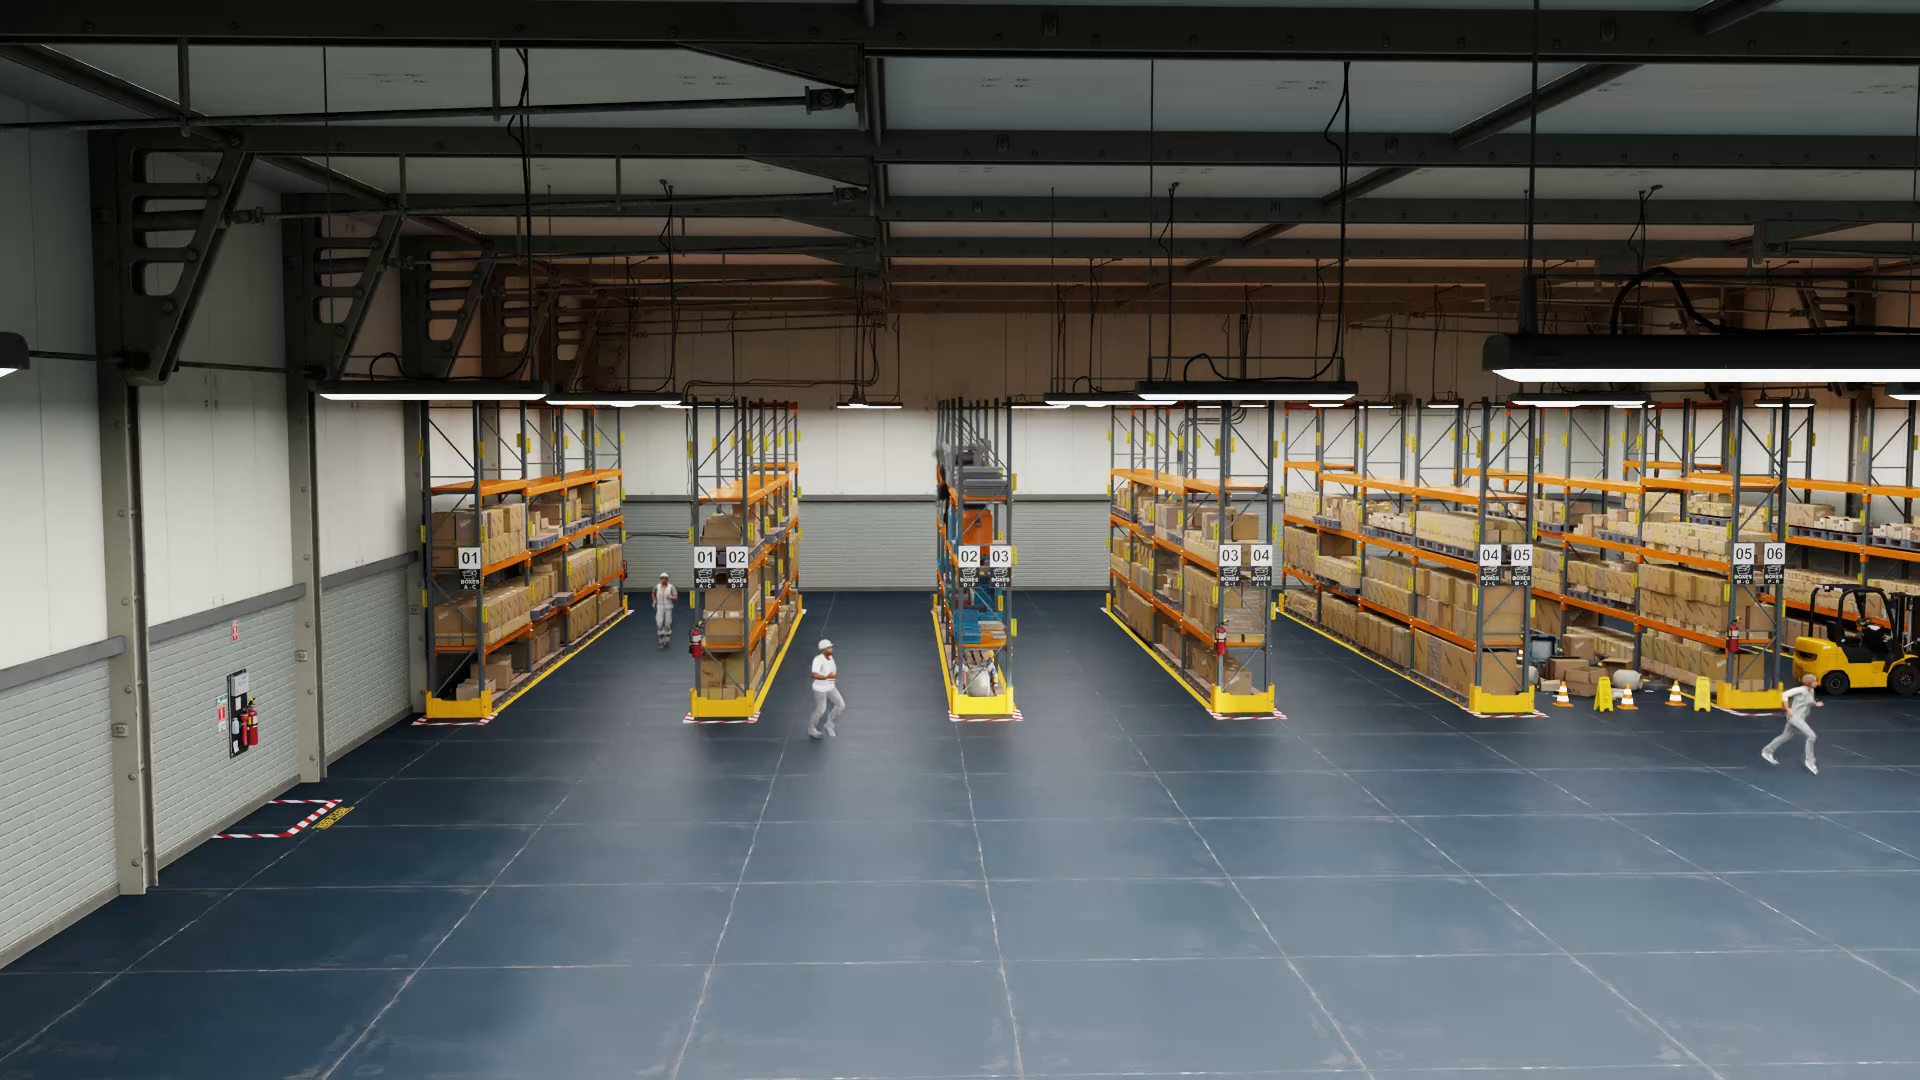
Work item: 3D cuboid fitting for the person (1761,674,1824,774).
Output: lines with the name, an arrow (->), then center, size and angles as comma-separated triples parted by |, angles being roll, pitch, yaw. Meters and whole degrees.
person -> 13.275, 2.896, 26.520 | 0.886, 1.596, 0.536 | 3, 6, 38

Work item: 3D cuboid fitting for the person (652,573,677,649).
person -> -7.164, 1.718, 40.300 | 0.631, 1.844, 0.735 | 0, 4, -6

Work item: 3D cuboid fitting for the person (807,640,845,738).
person -> -2.374, 2.609, 29.043 | 0.742, 1.759, 0.682 | 3, 5, 31
